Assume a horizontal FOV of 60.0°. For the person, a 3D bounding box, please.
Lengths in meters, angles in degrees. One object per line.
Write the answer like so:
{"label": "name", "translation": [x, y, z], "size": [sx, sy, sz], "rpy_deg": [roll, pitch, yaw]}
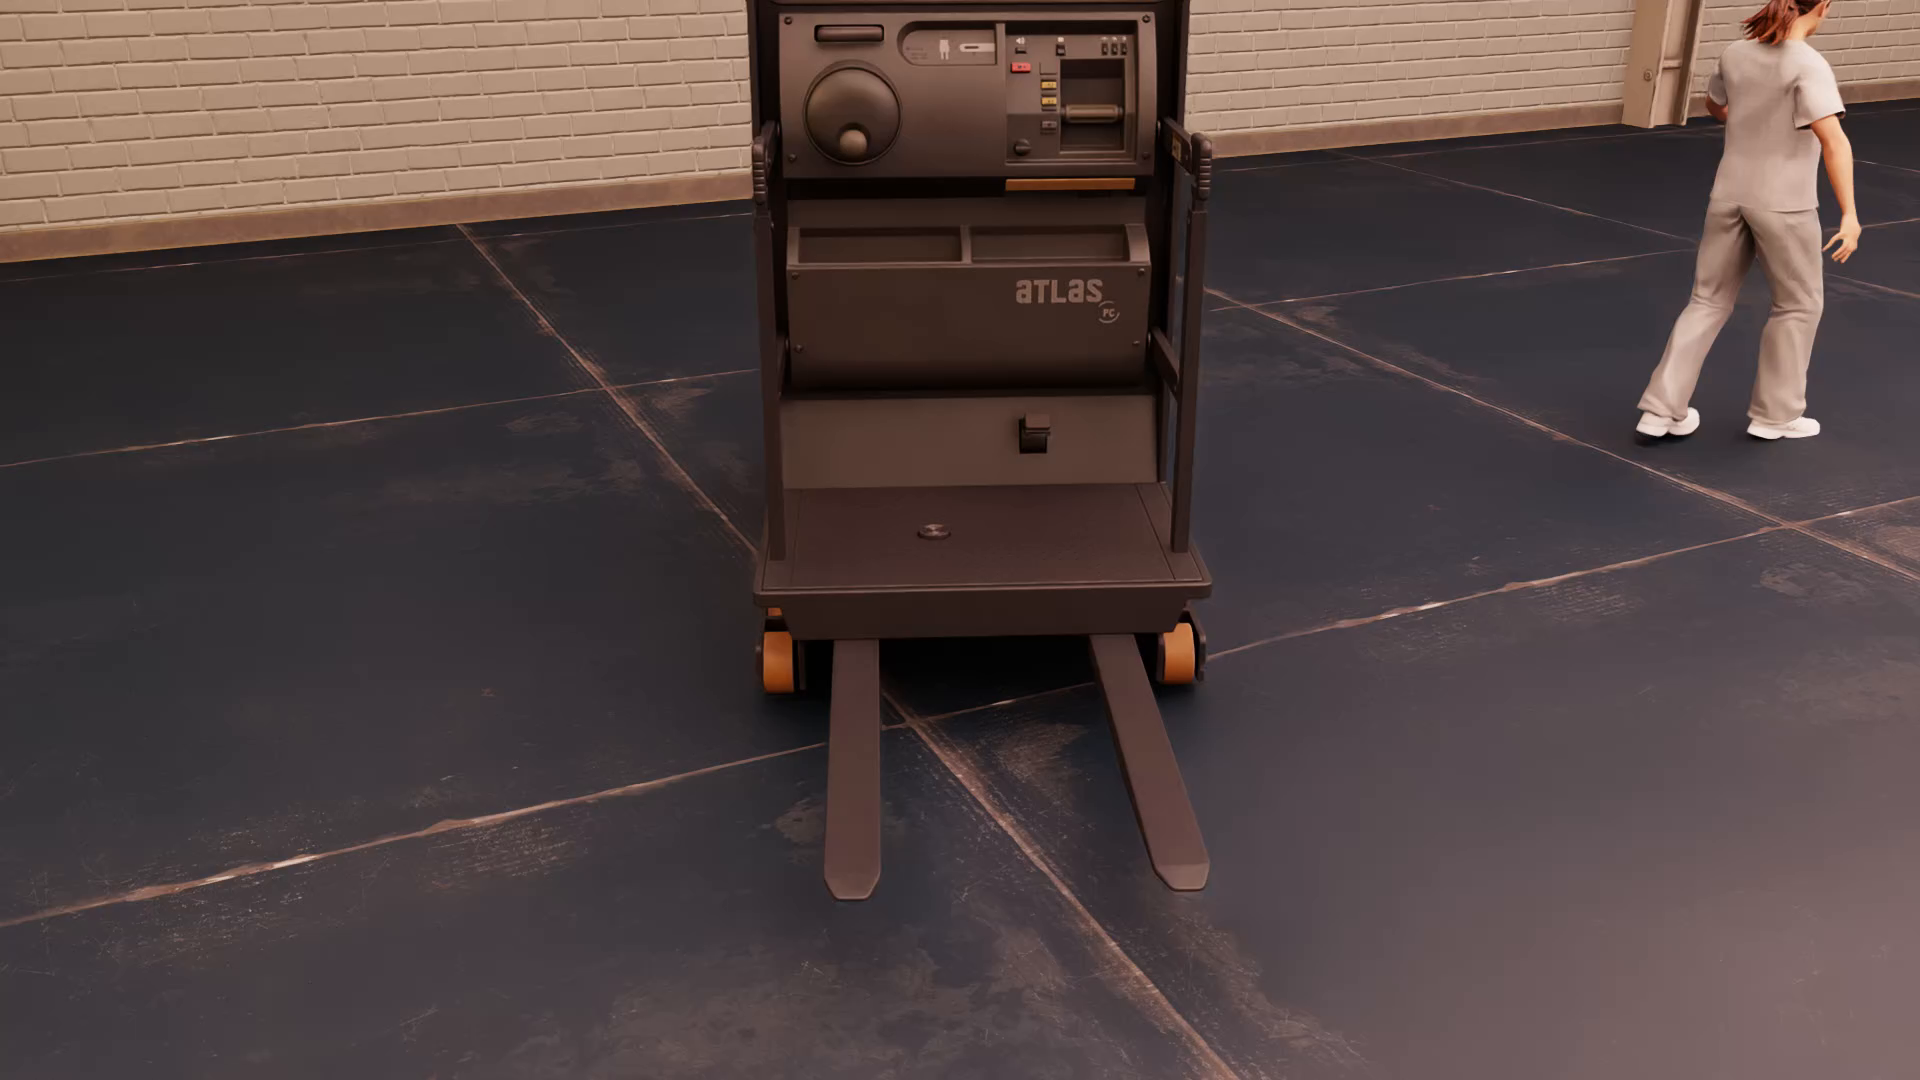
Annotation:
{"label": "person", "translation": [2.785, -1.123, 5.679], "size": [0.735, 1.658, 0.857], "rpy_deg": [-11, 25, -24]}

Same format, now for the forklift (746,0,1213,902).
{"label": "forklift", "translation": [0.034, -1.091, 3.912], "size": [1.130, 2.935, 3.031], "rpy_deg": [-1, 23, -3]}
